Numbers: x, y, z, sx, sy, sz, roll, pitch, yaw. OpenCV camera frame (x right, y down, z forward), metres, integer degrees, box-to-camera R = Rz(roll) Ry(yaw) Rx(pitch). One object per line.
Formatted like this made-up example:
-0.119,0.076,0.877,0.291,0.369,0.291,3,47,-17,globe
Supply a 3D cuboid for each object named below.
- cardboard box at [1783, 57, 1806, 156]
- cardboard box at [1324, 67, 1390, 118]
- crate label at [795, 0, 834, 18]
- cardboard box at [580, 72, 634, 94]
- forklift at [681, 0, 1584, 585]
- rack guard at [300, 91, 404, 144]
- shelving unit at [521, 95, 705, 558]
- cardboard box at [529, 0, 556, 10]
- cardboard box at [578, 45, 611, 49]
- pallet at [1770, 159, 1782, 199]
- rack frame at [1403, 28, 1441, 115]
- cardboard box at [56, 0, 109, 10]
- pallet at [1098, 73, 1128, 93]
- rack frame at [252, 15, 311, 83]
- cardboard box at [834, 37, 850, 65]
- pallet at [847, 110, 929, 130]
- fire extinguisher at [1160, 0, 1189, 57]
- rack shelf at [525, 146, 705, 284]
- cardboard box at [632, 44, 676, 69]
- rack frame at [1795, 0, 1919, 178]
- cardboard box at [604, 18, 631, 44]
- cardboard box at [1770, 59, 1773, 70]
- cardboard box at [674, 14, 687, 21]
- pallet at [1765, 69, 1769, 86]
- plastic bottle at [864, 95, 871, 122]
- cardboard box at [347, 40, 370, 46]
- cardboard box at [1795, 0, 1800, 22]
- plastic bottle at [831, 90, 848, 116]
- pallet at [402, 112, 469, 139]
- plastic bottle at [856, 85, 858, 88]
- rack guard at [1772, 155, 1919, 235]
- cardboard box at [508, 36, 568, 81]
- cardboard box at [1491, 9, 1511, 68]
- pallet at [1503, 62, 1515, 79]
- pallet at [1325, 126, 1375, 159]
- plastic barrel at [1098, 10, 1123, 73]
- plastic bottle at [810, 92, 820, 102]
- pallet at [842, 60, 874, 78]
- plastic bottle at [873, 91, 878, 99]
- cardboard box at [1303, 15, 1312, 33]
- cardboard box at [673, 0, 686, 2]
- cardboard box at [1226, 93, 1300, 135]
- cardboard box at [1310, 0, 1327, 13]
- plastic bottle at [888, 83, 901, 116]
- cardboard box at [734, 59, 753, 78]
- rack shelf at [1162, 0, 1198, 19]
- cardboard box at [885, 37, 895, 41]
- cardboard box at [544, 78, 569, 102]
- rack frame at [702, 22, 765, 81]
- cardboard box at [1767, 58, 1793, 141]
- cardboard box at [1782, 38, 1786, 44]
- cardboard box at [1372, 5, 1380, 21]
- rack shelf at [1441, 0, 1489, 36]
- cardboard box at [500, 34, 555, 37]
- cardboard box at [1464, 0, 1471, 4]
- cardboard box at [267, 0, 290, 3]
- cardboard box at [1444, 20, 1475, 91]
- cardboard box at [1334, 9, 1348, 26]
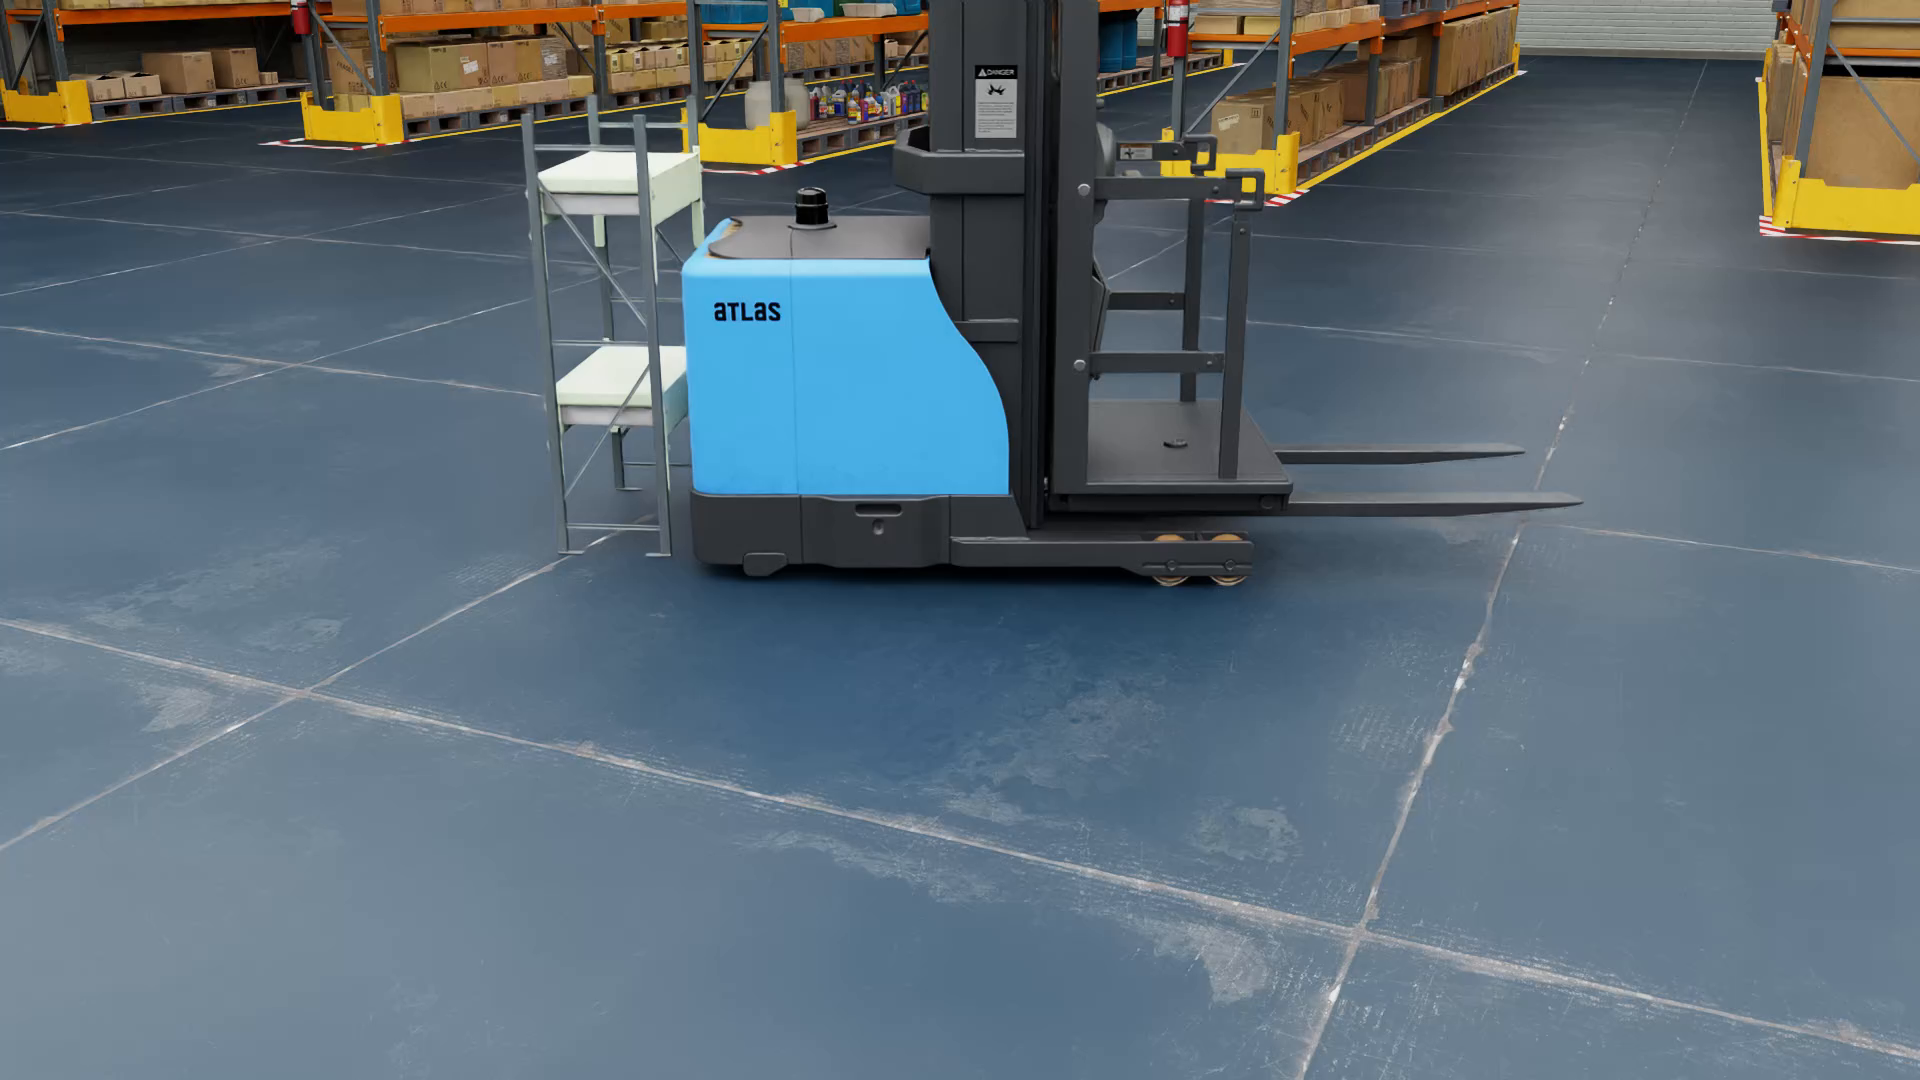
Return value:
7.768,-3.746,14.571,0.875,0.875,0.875,9,21,23,cardboard box
4.455,-5.077,18.843,0.700,0.500,0.500,8,21,22,cardboard box
-1.679,-5.793,17.729,0.502,0.435,0.616,9,21,23,crate label
-4.674,-6.072,22.042,0.500,0.250,0.500,8,21,21,cardboard box
0.611,-1.409,5.556,3.031,2.935,1.130,0,20,0,forklift
-6.713,-4.672,18.361,1.175,0.500,0.348,9,21,23,rack guard
-1.178,-0.776,5.912,0.431,1.500,0.755,1,20,4,shelving unit
-5.451,-6.829,20.544,0.700,0.500,0.500,8,21,22,cardboard box
-4.953,-6.570,22.605,0.500,0.311,0.500,9,22,24,cardboard box
7.574,-3.098,14.366,1.003,0.211,1.213,9,21,23,pallet
5.609,-6.943,21.014,1.000,3.000,0.127,9,21,23,rack frame
-10.734,-6.580,20.189,0.500,0.250,0.500,8,21,21,cardboard box
1.876,-6.927,25.131,1.003,0.211,1.213,9,21,23,pallet
-9.586,-7.759,23.309,1.000,3.000,0.127,9,21,23,rack frame
-2.145,-8.062,27.235,0.500,0.500,0.500,9,21,23,cardboard box
-0.861,-4.886,19.392,1.003,0.211,1.213,9,21,23,pallet
1.866,-4.489,14.229,0.296,0.674,0.183,9,21,23,fire extinguisher
-1.178,-1.143,5.781,0.431,0.370,0.720,1,20,4,rack shelf
-4.248,-6.650,22.830,0.500,0.311,0.500,8,21,21,cardboard box
6.817,-3.786,12.137,1.000,3.000,0.127,9,21,23,rack frame
-6.457,-9.173,29.866,0.750,0.750,0.750,9,21,23,cardboard box
11.763,-6.757,23.677,0.380,0.149,0.250,8,21,21,cardboard box
-5.390,-9.984,31.701,0.380,0.149,0.250,8,21,21,cardboard box
12.973,-7.096,25.607,1.003,0.211,1.213,9,21,23,pallet
-1.018,-4.715,18.164,0.097,0.271,0.097,0,20,0,plastic bottle
-9.134,-7.180,24.756,0.700,0.500,0.500,8,21,22,cardboard box
8.632,-5.406,16.544,0.500,0.500,0.500,8,21,22,cardboard box
-1.363,-4.933,18.772,0.152,0.276,0.135,9,21,23,plastic bottle
-6.428,-4.783,19.103,1.003,0.211,1.213,9,21,23,pallet
-1.185,-5.183,19.476,0.152,0.276,0.135,9,22,25,plastic bottle
6.807,-2.600,12.535,1.175,0.500,0.348,9,21,23,rack guard
-5.271,-6.013,20.757,0.500,0.500,0.500,9,21,23,cardboard box
8.323,-8.100,26.813,0.875,0.875,0.875,9,21,23,cardboard box
8.629,-7.819,27.640,1.003,0.211,1.213,9,21,23,pallet
3.728,-4.196,17.452,1.003,0.211,1.213,9,21,23,pallet
2.200,-7.674,25.574,0.600,0.901,0.708,9,21,23,plastic barrel
-1.648,-4.838,18.504,0.152,0.276,0.135,8,21,21,plastic bottle
-2.088,-7.958,28.031,1.003,0.211,1.213,9,21,23,pallet
-0.927,-4.898,18.663,0.061,0.283,0.133,9,21,23,plastic bottle
2.903,-4.581,14.749,0.380,0.149,0.250,9,21,23,cardboard box
-4.099,-7.835,23.374,0.500,0.500,0.500,7,21,20,cardboard box
2.818,-3.893,15.543,0.500,0.500,0.500,15,25,37,cardboard box
2.923,-5.165,15.422,0.875,0.500,0.500,9,21,23,cardboard box
-0.759,-4.965,18.749,0.144,0.351,0.185,8,21,22,plastic bottle
-3.420,-7.011,24.683,0.500,0.250,0.500,9,22,24,cardboard box
3.547,-9.117,28.203,1.077,0.370,4.000,9,21,23,rack shelf
-1.507,-8.909,29.898,0.500,0.311,0.500,9,21,23,cardboard box
-5.269,-5.659,20.882,0.500,0.250,0.500,9,21,23,cardboard box
-3.427,-8.303,24.839,1.000,3.000,0.127,9,21,23,rack frame
8.627,-4.348,16.450,1.050,0.750,0.750,8,21,22,cardboard box
10.330,-6.005,20.363,0.500,0.250,0.500,9,21,23,cardboard box
4.151,-5.495,17.319,0.380,0.149,0.250,9,21,23,cardboard box
6.428,-7.215,22.853,1.077,0.370,4.000,9,21,23,rack shelf
-5.541,-6.237,21.388,0.500,0.500,0.500,9,21,23,cardboard box
6.679,-7.568,22.625,0.500,0.500,0.500,9,21,23,cardboard box
-9.503,-7.511,22.806,0.500,0.250,0.500,9,21,23,cardboard box
6.283,-6.619,22.648,1.225,0.875,0.875,9,21,23,cardboard box
3.524,-5.039,16.036,0.380,0.149,0.250,9,21,23,cardboard box
